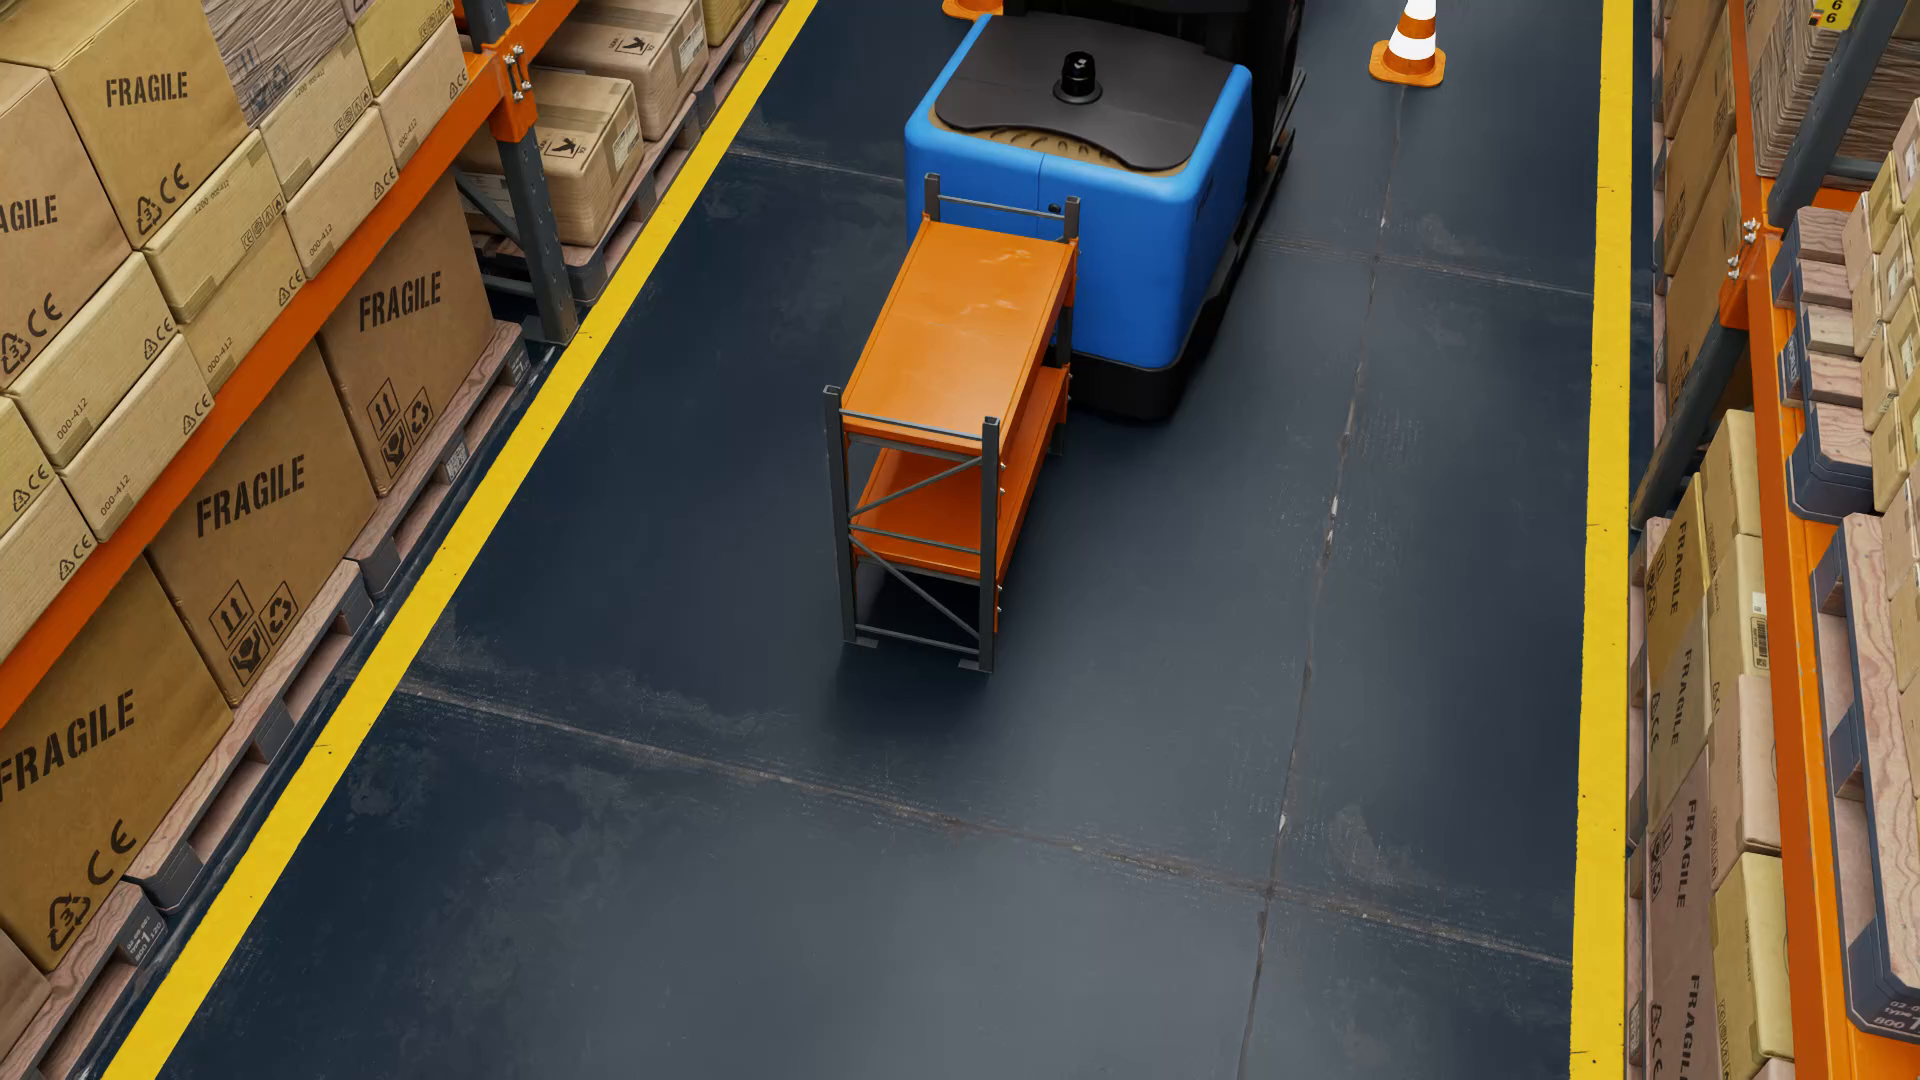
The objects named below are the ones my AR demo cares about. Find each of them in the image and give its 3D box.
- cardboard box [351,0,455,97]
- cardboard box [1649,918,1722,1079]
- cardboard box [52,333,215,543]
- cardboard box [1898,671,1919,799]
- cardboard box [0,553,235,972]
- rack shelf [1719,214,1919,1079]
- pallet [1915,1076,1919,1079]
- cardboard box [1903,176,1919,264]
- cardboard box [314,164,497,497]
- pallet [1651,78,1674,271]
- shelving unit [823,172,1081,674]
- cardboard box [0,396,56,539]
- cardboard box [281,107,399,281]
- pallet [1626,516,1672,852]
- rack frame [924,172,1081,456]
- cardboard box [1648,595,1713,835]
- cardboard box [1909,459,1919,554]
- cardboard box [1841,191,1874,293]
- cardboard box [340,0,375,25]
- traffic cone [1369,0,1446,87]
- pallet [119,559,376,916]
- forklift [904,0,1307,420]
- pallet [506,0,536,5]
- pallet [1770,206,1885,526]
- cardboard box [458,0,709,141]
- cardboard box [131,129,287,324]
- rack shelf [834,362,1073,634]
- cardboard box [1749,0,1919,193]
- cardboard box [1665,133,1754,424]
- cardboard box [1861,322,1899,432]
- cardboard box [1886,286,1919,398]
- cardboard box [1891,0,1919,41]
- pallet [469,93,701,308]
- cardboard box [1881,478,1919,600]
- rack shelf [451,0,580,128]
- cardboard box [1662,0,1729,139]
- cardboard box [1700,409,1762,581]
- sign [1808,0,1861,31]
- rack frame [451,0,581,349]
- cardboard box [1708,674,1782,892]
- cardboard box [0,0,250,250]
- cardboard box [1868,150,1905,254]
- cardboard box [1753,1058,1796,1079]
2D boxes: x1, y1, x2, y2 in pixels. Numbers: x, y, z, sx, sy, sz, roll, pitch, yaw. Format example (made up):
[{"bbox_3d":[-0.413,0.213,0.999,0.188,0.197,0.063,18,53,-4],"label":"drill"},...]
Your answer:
[{"bbox_3d":[-1.860,-1.588,4.918,0.500,0.250,0.500,11,50,10],"label":"cardboard box"},{"bbox_3d":[1.998,1.286,4.001,0.500,0.500,0.500,11,49,9],"label":"cardboard box"},{"bbox_3d":[-2.234,-0.298,4.112,0.500,0.250,0.500,11,49,9],"label":"cardboard box"},{"bbox_3d":[2.095,0.406,3.278,0.380,0.149,0.250,10,49,9],"label":"cardboard box"},{"bbox_3d":[-2.714,0.465,4.476,0.875,0.875,0.875,13,50,11],"label":"cardboard box"},{"bbox_3d":[2.298,0.715,3.598,1.077,0.370,4.000,12,50,10],"label":"rack shelf"},{"bbox_3d":[2.113,1.463,2.586,1.003,0.211,1.213,12,50,10],"label":"pallet"},{"bbox_3d":[2.448,-0.731,3.885,0.380,0.149,0.250,10,49,9],"label":"cardboard box"},{"bbox_3d":[-2.240,-0.826,5.615,0.875,0.875,0.875,11,50,10],"label":"cardboard box"},{"bbox_3d":[3.428,-1.482,6.917,1.003,0.211,1.213,12,50,10],"label":"pallet"},{"bbox_3d":[-0.002,-0.367,5.324,0.538,1.125,1.048,12,50,10],"label":"shelving unit"},{"bbox_3d":[-2.374,-0.100,3.605,0.500,0.250,0.500,12,50,11],"label":"cardboard box"},{"bbox_3d":[-1.980,-1.034,4.762,0.500,0.250,0.500,12,50,11],"label":"cardboard box"},{"bbox_3d":[2.617,0.518,5.152,1.003,0.211,1.213,12,50,10],"label":"pallet"},{"bbox_3d":[0.132,-0.735,5.648,0.500,1.125,0.032,12,50,10],"label":"rack frame"},{"bbox_3d":[2.263,0.545,4.656,0.500,0.500,0.500,12,50,10],"label":"cardboard box"},{"bbox_3d":[2.235,-0.061,3.492,0.380,0.149,0.250,12,50,10],"label":"cardboard box"},{"bbox_3d":[2.512,-0.741,4.291,0.380,0.149,0.250,11,49,10],"label":"cardboard box"},{"bbox_3d":[-1.861,-1.811,4.614,0.500,0.500,0.500,10,49,9],"label":"cardboard box"},{"bbox_3d":[2.068,-2.351,7.516,0.336,0.463,0.334,12,50,10],"label":"traffic cone"},{"bbox_3d":[-2.581,0.485,5.181,1.003,0.211,1.213,12,50,10],"label":"pallet"},{"bbox_3d":[0.793,-2.537,6.034,1.130,2.935,3.031,16,50,14],"label":"forklift"},{"bbox_3d":[-1.893,-2.346,5.948,1.213,0.211,1.003,12,50,10],"label":"pallet"},{"bbox_3d":[2.740,-0.369,4.203,1.213,0.211,1.003,12,50,10],"label":"pallet"},{"bbox_3d":[-1.633,-2.084,7.062,0.950,0.372,0.625,11,49,9],"label":"cardboard box"},{"bbox_3d":[-2.106,-0.842,4.259,0.500,0.250,0.500,10,49,9],"label":"cardboard box"},{"bbox_3d":[-0.002,-0.206,5.507,0.538,0.278,1.000,12,50,10],"label":"rack shelf"},{"bbox_3d":[2.684,-1.381,4.902,0.500,0.500,0.500,12,50,10],"label":"cardboard box"},{"bbox_3d":[3.072,-0.786,5.664,1.050,0.750,0.750,11,49,10],"label":"cardboard box"},{"bbox_3d":[2.371,-0.352,3.947,0.380,0.149,0.250,14,50,12],"label":"cardboard box"},{"bbox_3d":[2.367,-0.423,3.812,0.380,0.149,0.250,10,49,9],"label":"cardboard box"},{"bbox_3d":[2.952,-1.656,4.477,0.700,0.500,0.500,11,50,10],"label":"cardboard box"},{"bbox_3d":[-1.771,-1.515,6.946,1.003,0.211,1.213,12,50,10],"label":"pallet"},{"bbox_3d":[2.233,0.037,3.605,0.380,0.149,0.250,13,50,11],"label":"cardboard box"},{"bbox_3d":[-1.451,-3.082,6.949,1.077,0.370,4.000,12,50,10],"label":"rack shelf"},{"bbox_3d":[3.543,-2.093,6.817,1.050,0.750,0.750,12,50,10],"label":"cardboard box"},{"bbox_3d":[2.409,-0.078,4.705,0.500,0.250,0.500,10,49,8],"label":"cardboard box"},{"bbox_3d":[2.288,-1.459,4.265,0.100,0.325,0.005,12,50,10],"label":"sign"},{"bbox_3d":[-1.978,-1.873,5.402,1.000,3.000,0.127,12,50,10],"label":"rack frame"},{"bbox_3d":[2.133,0.644,4.068,0.500,0.250,0.500,12,50,10],"label":"cardboard box"},{"bbox_3d":[-2.126,-1.081,3.969,0.500,0.500,0.500,12,50,10],"label":"cardboard box"},{"bbox_3d":[2.504,-0.814,4.156,0.380,0.149,0.250,14,50,12],"label":"cardboard box"},{"bbox_3d":[1.872,1.406,3.395,0.500,0.250,0.500,14,50,12],"label":"cardboard box"}]
